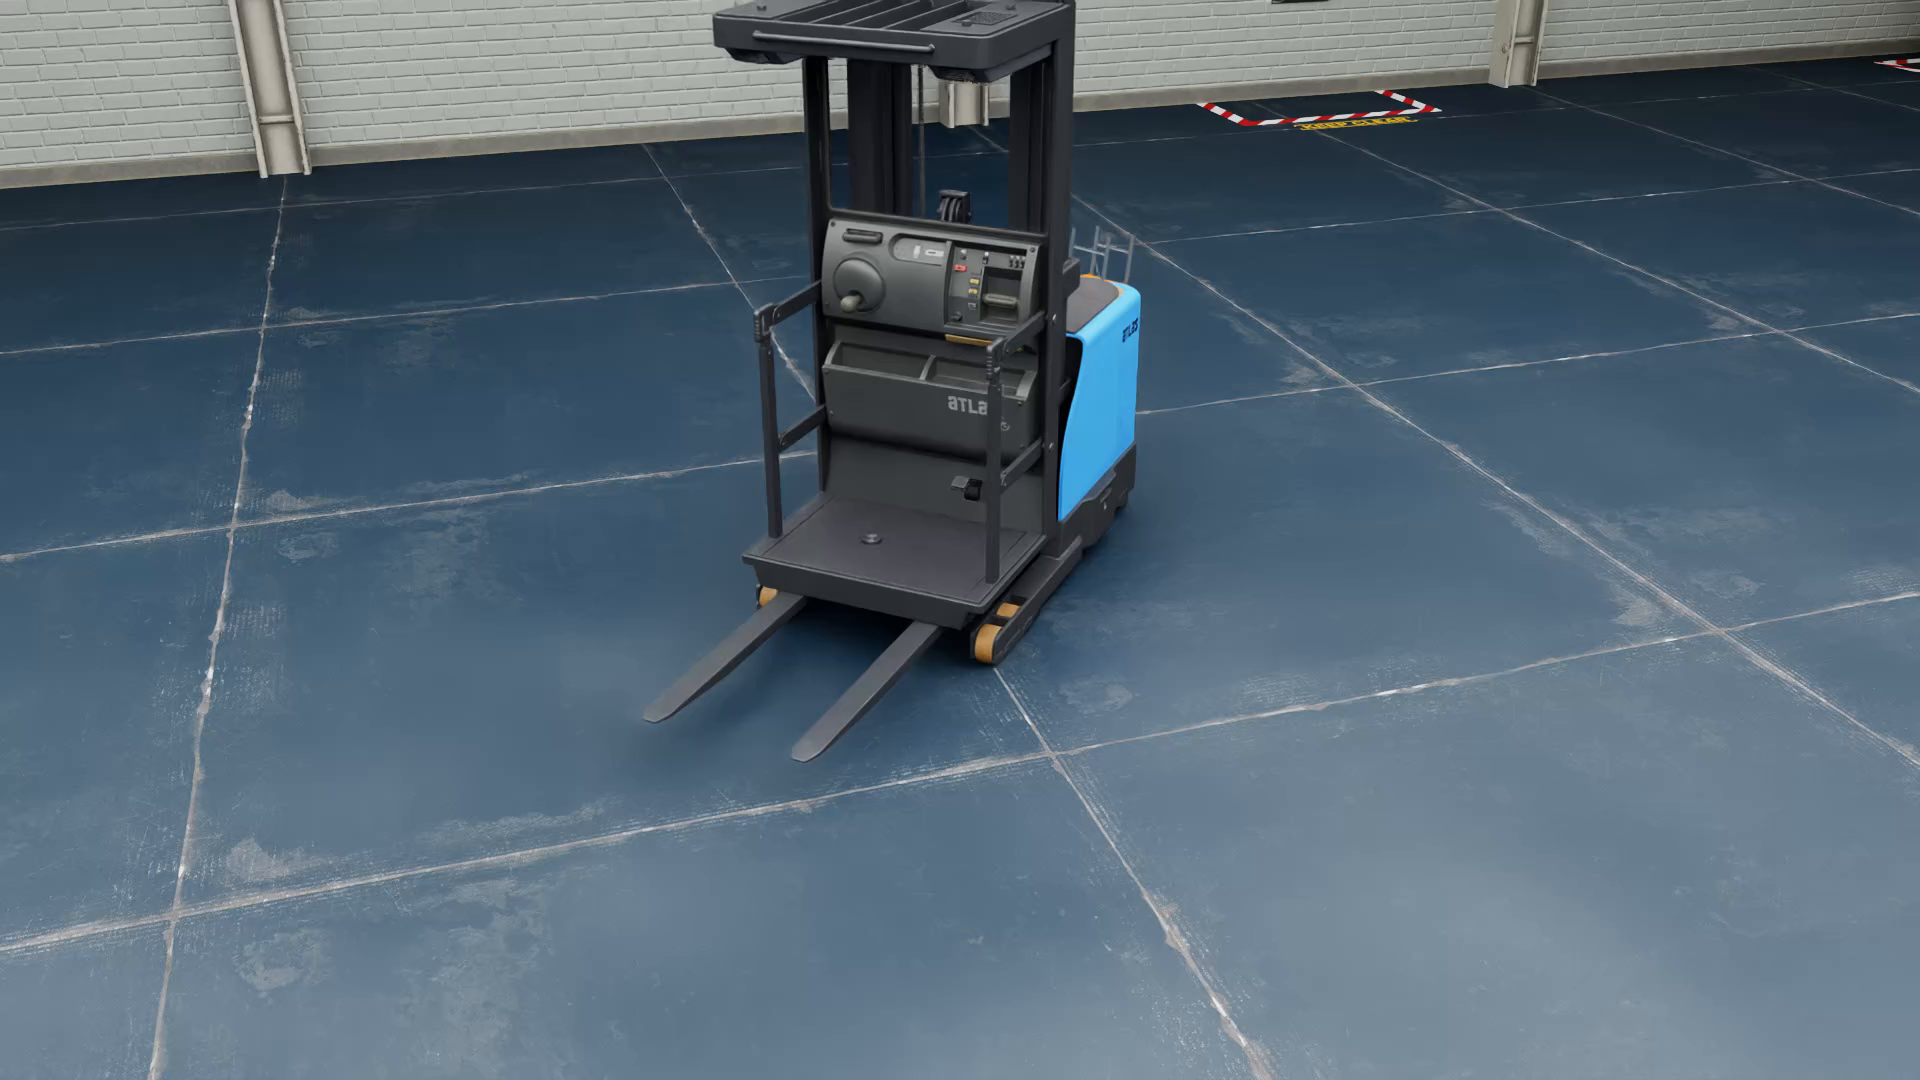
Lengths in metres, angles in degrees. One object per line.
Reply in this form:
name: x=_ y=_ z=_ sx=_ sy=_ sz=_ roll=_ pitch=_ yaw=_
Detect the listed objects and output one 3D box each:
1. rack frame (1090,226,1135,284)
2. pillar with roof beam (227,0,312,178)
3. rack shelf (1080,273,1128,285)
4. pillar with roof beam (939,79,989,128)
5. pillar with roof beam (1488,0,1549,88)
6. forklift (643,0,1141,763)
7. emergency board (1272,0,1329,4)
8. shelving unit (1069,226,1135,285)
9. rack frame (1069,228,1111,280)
rack frame: x=0.695 y=-0.949 z=8.325 sx=0.240 sy=1.200 sz=0.006 roll=23 pitch=26 yaw=39
pillar with roof beam: x=-4.334 y=-5.310 z=8.326 sx=0.400 sy=9.000 sz=9.100 roll=-8 pitch=28 yaw=-16
rack shelf: x=0.665 y=-1.227 z=8.153 sx=0.258 sy=0.103 sz=0.180 roll=23 pitch=26 yaw=39
pillar with roof beam: x=1.371 y=-6.136 z=9.990 sx=0.400 sy=9.000 sz=9.100 roll=-8 pitch=28 yaw=-16
pillar with roof beam: x=7.076 y=-6.962 z=11.654 sx=0.400 sy=9.000 sz=9.100 roll=-8 pitch=28 yaw=-16
forklift: x=-0.213 y=-1.025 z=6.519 sx=1.130 sy=2.935 sz=3.031 roll=11 pitch=29 yaw=22
emergency board: x=3.367 y=-5.778 z=16.015 sx=0.626 sy=1.169 sz=0.157 roll=-8 pitch=28 yaw=-16
shelving unit: x=0.632 y=-0.933 z=8.261 sx=0.258 sy=1.200 sz=0.189 roll=23 pitch=26 yaw=39
rack frame: x=0.569 y=-0.916 z=8.197 sx=0.240 sy=1.200 sz=0.006 roll=23 pitch=26 yaw=39
